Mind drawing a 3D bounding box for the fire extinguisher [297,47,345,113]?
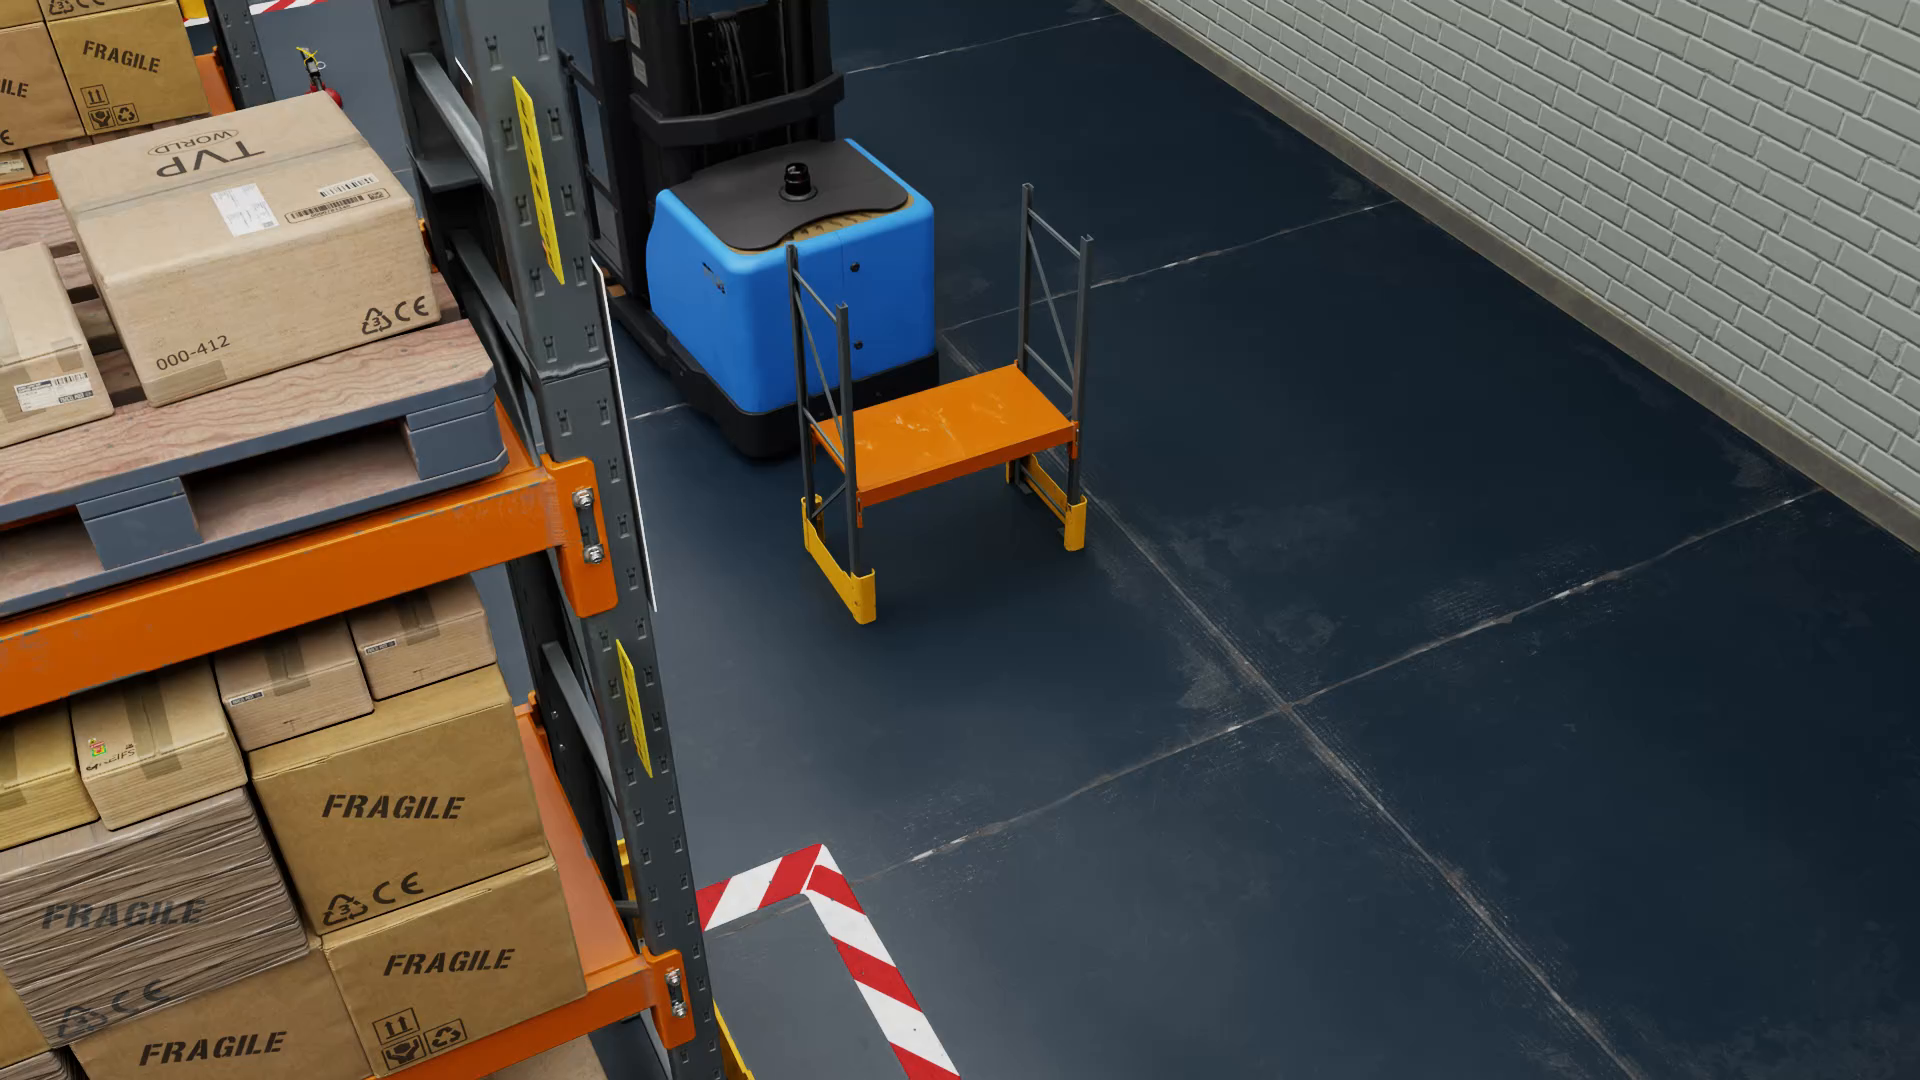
[{"bbox_3d":[-2.851,-1.878,7.495,0.183,0.674,0.296,-19,44,-21],"label":"fire extinguisher"}]

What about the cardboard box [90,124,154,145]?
[{"bbox_3d":[-3.684,-1.831,7.286,0.250,0.149,0.380,-19,44,-21],"label":"cardboard box"}]

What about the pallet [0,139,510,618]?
[{"bbox_3d":[-1.565,-0.316,3.049,1.213,0.211,1.003,-19,44,-21],"label":"pallet"}]

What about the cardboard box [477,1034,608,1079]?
[{"bbox_3d":[-1.451,1.639,4.650,0.875,0.438,0.875,-20,44,-22],"label":"cardboard box"}]

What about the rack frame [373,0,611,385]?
[{"bbox_3d":[-0.912,-1.722,2.320,0.127,3.000,1.000,-19,44,-21],"label":"rack frame"}]

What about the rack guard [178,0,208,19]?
[{"bbox_3d":[-5.468,-4.164,11.783,0.348,0.500,1.175,-19,44,-21],"label":"rack guard"}]

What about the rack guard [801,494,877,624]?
[{"bbox_3d":[-0.509,0.076,6.967,0.087,0.250,0.587,-19,44,-21],"label":"rack guard"}]

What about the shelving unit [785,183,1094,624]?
[{"bbox_3d":[-0.068,-0.550,6.739,1.083,1.500,0.587,-19,44,-21],"label":"shelving unit"}]

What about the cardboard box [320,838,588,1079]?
[{"bbox_3d":[-1.217,0.825,3.877,0.500,0.500,0.500,-18,44,-20],"label":"cardboard box"}]

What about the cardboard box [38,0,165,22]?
[{"bbox_3d":[-3.579,-2.493,6.792,0.500,0.500,0.500,-19,44,-22],"label":"cardboard box"}]

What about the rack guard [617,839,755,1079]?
[{"bbox_3d":[-0.890,1.514,5.074,0.348,0.500,1.175,-19,44,-21],"label":"rack guard"}]

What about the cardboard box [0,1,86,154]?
[{"bbox_3d":[-4.027,-1.958,6.934,0.500,0.500,0.500,-19,44,-21],"label":"cardboard box"}]

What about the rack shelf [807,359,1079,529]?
[{"bbox_3d":[-0.076,-0.410,6.852,1.000,0.185,0.538,-19,44,-21],"label":"rack shelf"}]

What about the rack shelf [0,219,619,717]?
[{"bbox_3d":[-2.685,0.294,2.816,4.000,0.370,1.077,-19,44,-21],"label":"rack shelf"}]

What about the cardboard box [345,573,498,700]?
[{"bbox_3d":[-1.137,0.122,3.431,0.250,0.149,0.380,-18,43,-20],"label":"cardboard box"}]

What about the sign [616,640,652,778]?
[{"bbox_3d":[-0.673,0.350,3.435,0.005,0.325,0.100,-19,44,-21],"label":"sign"}]

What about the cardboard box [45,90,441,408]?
[{"bbox_3d":[-1.269,-0.533,2.950,0.500,0.250,0.500,-23,45,-24],"label":"cardboard box"}]

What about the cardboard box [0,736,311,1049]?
[{"bbox_3d":[-1.679,0.601,3.367,0.500,0.500,0.500,-18,44,-20],"label":"cardboard box"}]

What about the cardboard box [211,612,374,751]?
[{"bbox_3d":[-1.351,0.211,3.325,0.250,0.149,0.380,-18,43,-20],"label":"cardboard box"}]

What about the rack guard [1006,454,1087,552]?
[{"bbox_3d":[0.374,-0.221,7.318,0.087,0.250,0.587,-19,44,-21],"label":"rack guard"}]

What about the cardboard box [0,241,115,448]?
[{"bbox_3d":[-1.604,-0.323,2.781,0.250,0.149,0.380,-22,45,-24],"label":"cardboard box"}]

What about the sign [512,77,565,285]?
[{"bbox_3d":[-0.673,-0.570,2.656,0.005,0.325,0.100,-19,44,-21],"label":"sign"}]

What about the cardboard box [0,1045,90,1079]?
[{"bbox_3d":[-2.121,1.125,3.522,0.500,0.500,0.500,-17,43,-19],"label":"cardboard box"}]

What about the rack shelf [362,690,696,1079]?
[{"bbox_3d":[-2.685,1.439,3.785,4.000,0.370,1.077,-19,44,-21],"label":"rack shelf"}]

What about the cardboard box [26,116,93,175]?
[{"bbox_3d":[-3.900,-1.748,7.187,0.250,0.149,0.380,-19,44,-21],"label":"cardboard box"}]

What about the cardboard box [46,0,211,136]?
[{"bbox_3d":[-3.567,-2.109,7.112,0.500,0.500,0.500,-18,43,-20],"label":"cardboard box"}]

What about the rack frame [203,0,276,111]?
[{"bbox_3d":[-3.288,-2.239,7.573,0.127,3.000,1.000,-19,44,-21],"label":"rack frame"}]

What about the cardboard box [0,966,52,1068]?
[{"bbox_3d":[-2.119,0.746,3.195,0.500,0.500,0.500,-19,44,-21],"label":"cardboard box"}]

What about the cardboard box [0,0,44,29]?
[{"bbox_3d":[-4.028,-2.342,6.614,0.500,0.500,0.500,-20,44,-22],"label":"cardboard box"}]

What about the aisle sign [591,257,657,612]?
[{"bbox_3d":[-0.705,-0.269,3.234,0.004,0.787,0.394,-19,44,-21],"label":"aisle sign"}]

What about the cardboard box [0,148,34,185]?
[{"bbox_3d":[-4.115,-1.658,7.082,0.250,0.149,0.380,-17,43,-20],"label":"cardboard box"}]

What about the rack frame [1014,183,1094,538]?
[{"bbox_3d":[0.375,-0.699,6.915,0.032,1.500,0.500,-19,44,-21],"label":"rack frame"}]

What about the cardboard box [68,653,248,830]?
[{"bbox_3d":[-1.541,0.337,3.177,0.250,0.149,0.380,-19,44,-21],"label":"cardboard box"}]

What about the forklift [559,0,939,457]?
[{"bbox_3d":[-1.309,-2.423,7.844,1.130,2.935,3.031,-22,45,-24],"label":"forklift"}]

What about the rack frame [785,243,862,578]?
[{"bbox_3d":[-0.527,-0.395,6.556,0.032,1.500,0.500,-19,44,-21],"label":"rack frame"}]

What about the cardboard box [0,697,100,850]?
[{"bbox_3d":[-1.784,0.388,3.116,0.250,0.149,0.380,-18,43,-20],"label":"cardboard box"}]

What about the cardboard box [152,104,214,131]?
[{"bbox_3d":[-3.446,-1.884,7.348,0.250,0.149,0.380,-19,44,-21],"label":"cardboard box"}]

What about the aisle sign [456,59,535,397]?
[{"bbox_3d":[-0.982,-0.613,3.640,0.004,0.787,0.394,-19,44,-21],"label":"aisle sign"}]

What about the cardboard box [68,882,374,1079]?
[{"bbox_3d":[-1.669,0.966,3.710,0.500,0.500,0.500,-20,44,-22],"label":"cardboard box"}]

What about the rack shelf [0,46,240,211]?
[{"bbox_3d":[-5.062,-1.368,7.101,4.000,0.370,1.077,-19,44,-21],"label":"rack shelf"}]

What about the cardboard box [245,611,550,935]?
[{"bbox_3d":[-1.229,0.428,3.572,0.500,0.500,0.500,-17,43,-19],"label":"cardboard box"}]

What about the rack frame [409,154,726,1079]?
[{"bbox_3d":[-0.912,0.567,4.258,0.127,3.000,1.000,-19,44,-21],"label":"rack frame"}]
